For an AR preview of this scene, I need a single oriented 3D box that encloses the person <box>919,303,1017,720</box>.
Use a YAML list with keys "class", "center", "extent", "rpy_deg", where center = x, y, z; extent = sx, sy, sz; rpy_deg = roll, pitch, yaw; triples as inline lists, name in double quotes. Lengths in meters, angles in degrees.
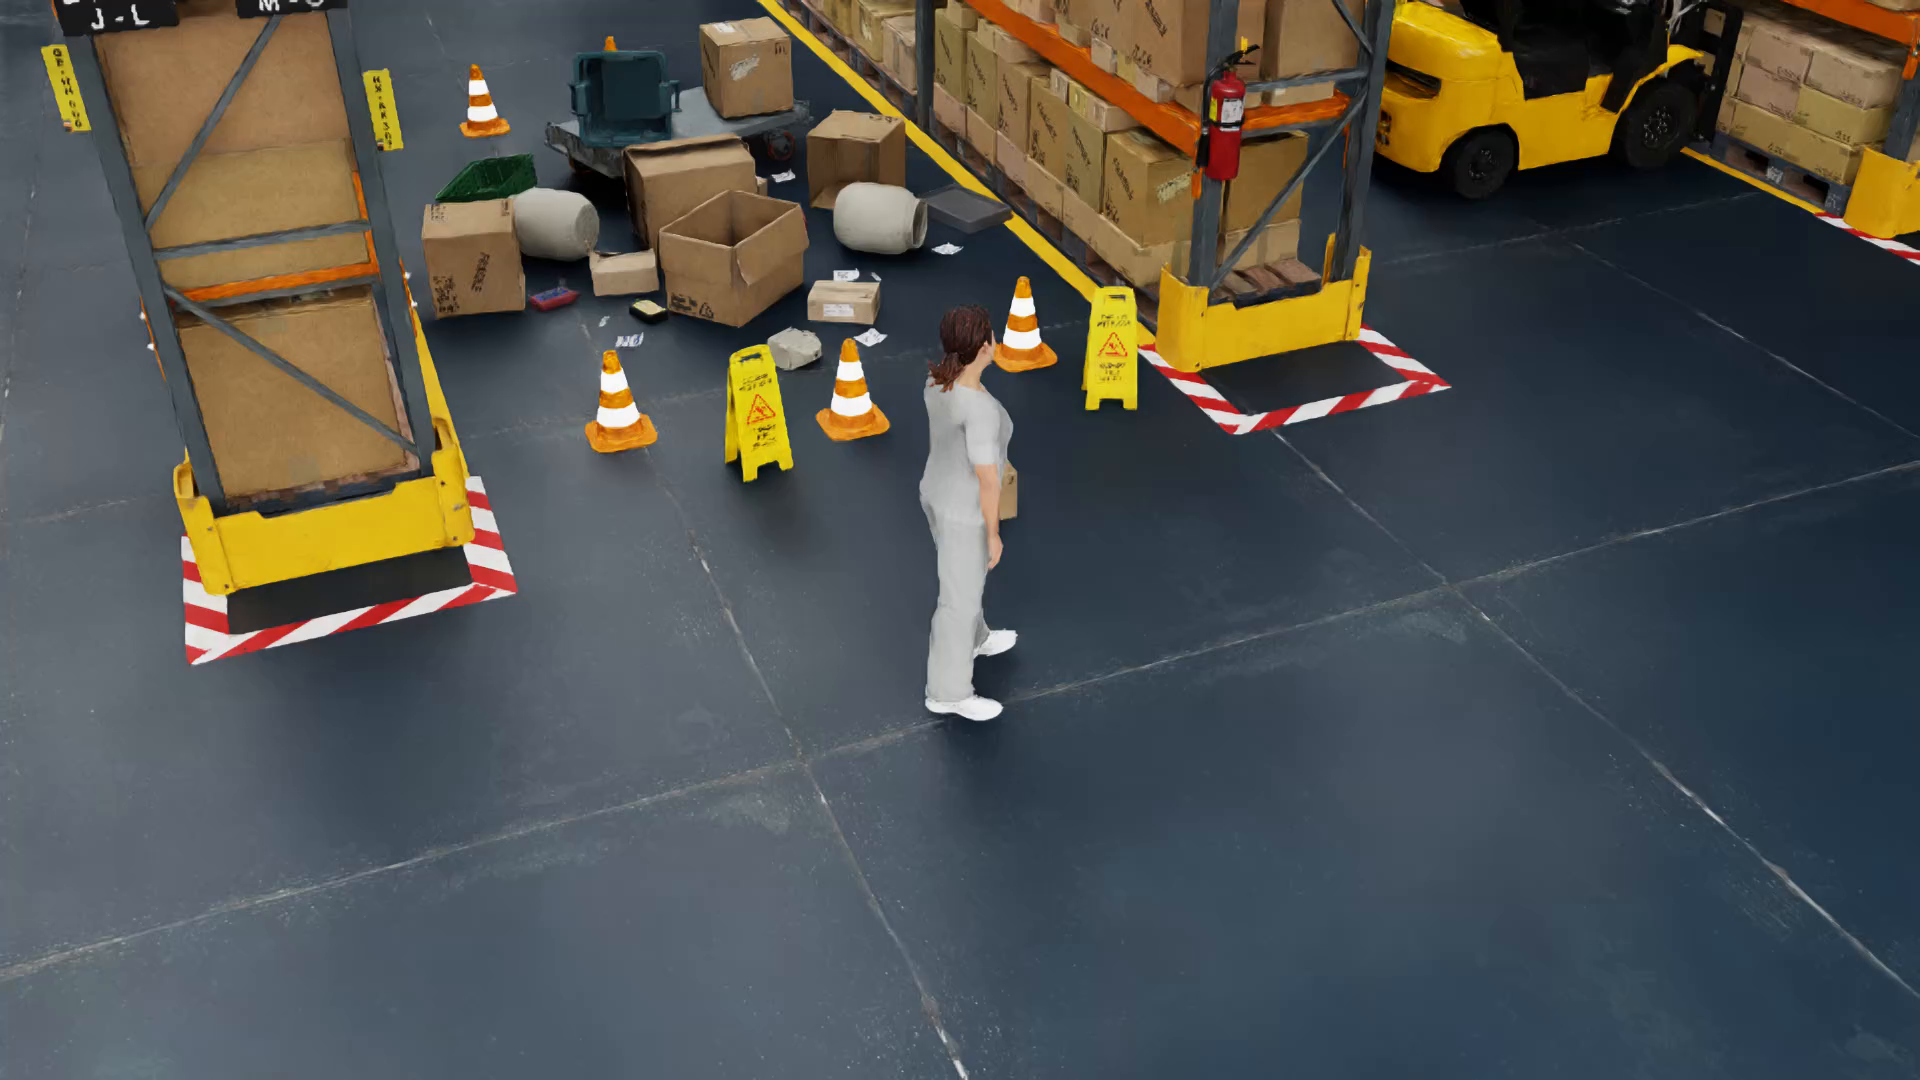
- class: "person"
  center: [0.054, -0.127, 6.295]
  extent: [0.513, 1.666, 0.536]
  rpy_deg: [-15, 36, -21]
